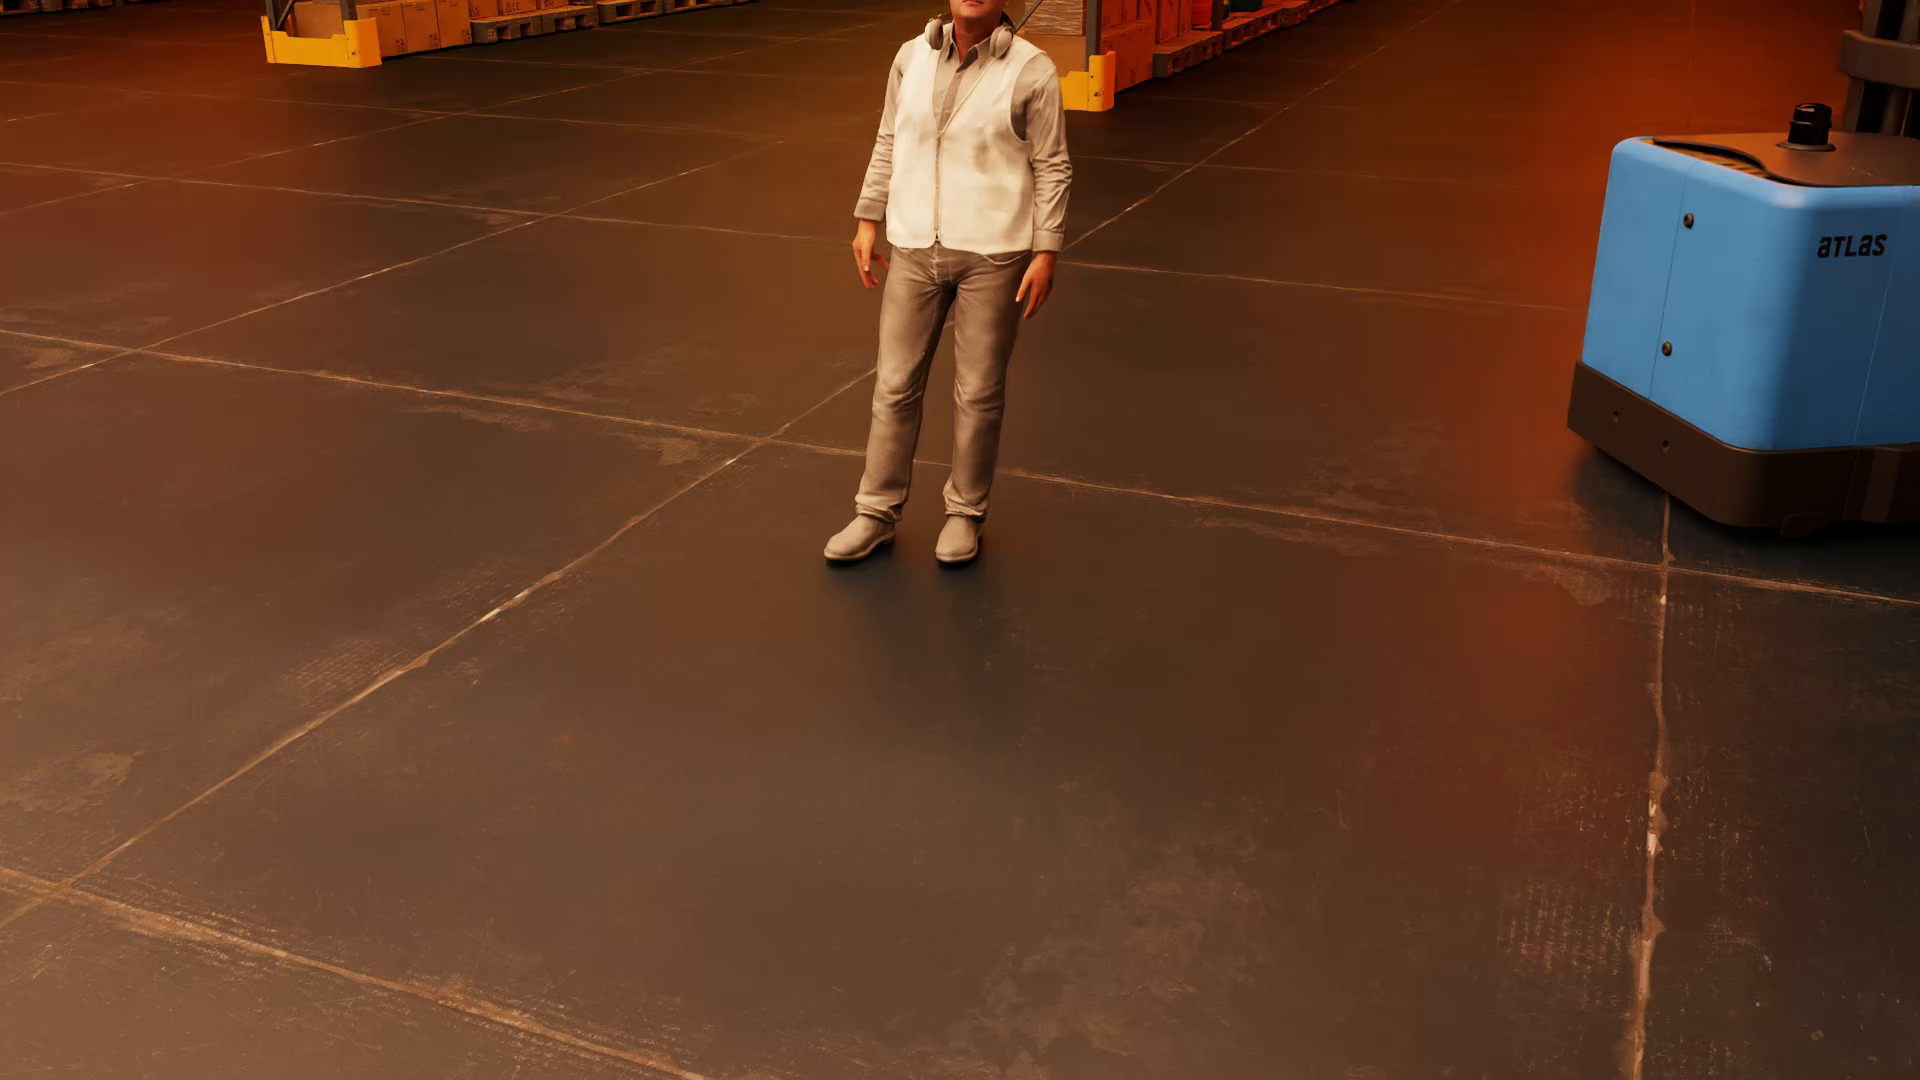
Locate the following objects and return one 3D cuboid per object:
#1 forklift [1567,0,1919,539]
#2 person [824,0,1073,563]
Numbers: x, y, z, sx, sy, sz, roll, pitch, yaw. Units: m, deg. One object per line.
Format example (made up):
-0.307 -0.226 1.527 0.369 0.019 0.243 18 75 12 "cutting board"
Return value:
3.703 -1.609 5.142 3.031 2.935 1.130 -4 23 -9 "forklift"
-0.031 -0.804 4.697 0.633 1.775 0.566 9 24 21 "person"
